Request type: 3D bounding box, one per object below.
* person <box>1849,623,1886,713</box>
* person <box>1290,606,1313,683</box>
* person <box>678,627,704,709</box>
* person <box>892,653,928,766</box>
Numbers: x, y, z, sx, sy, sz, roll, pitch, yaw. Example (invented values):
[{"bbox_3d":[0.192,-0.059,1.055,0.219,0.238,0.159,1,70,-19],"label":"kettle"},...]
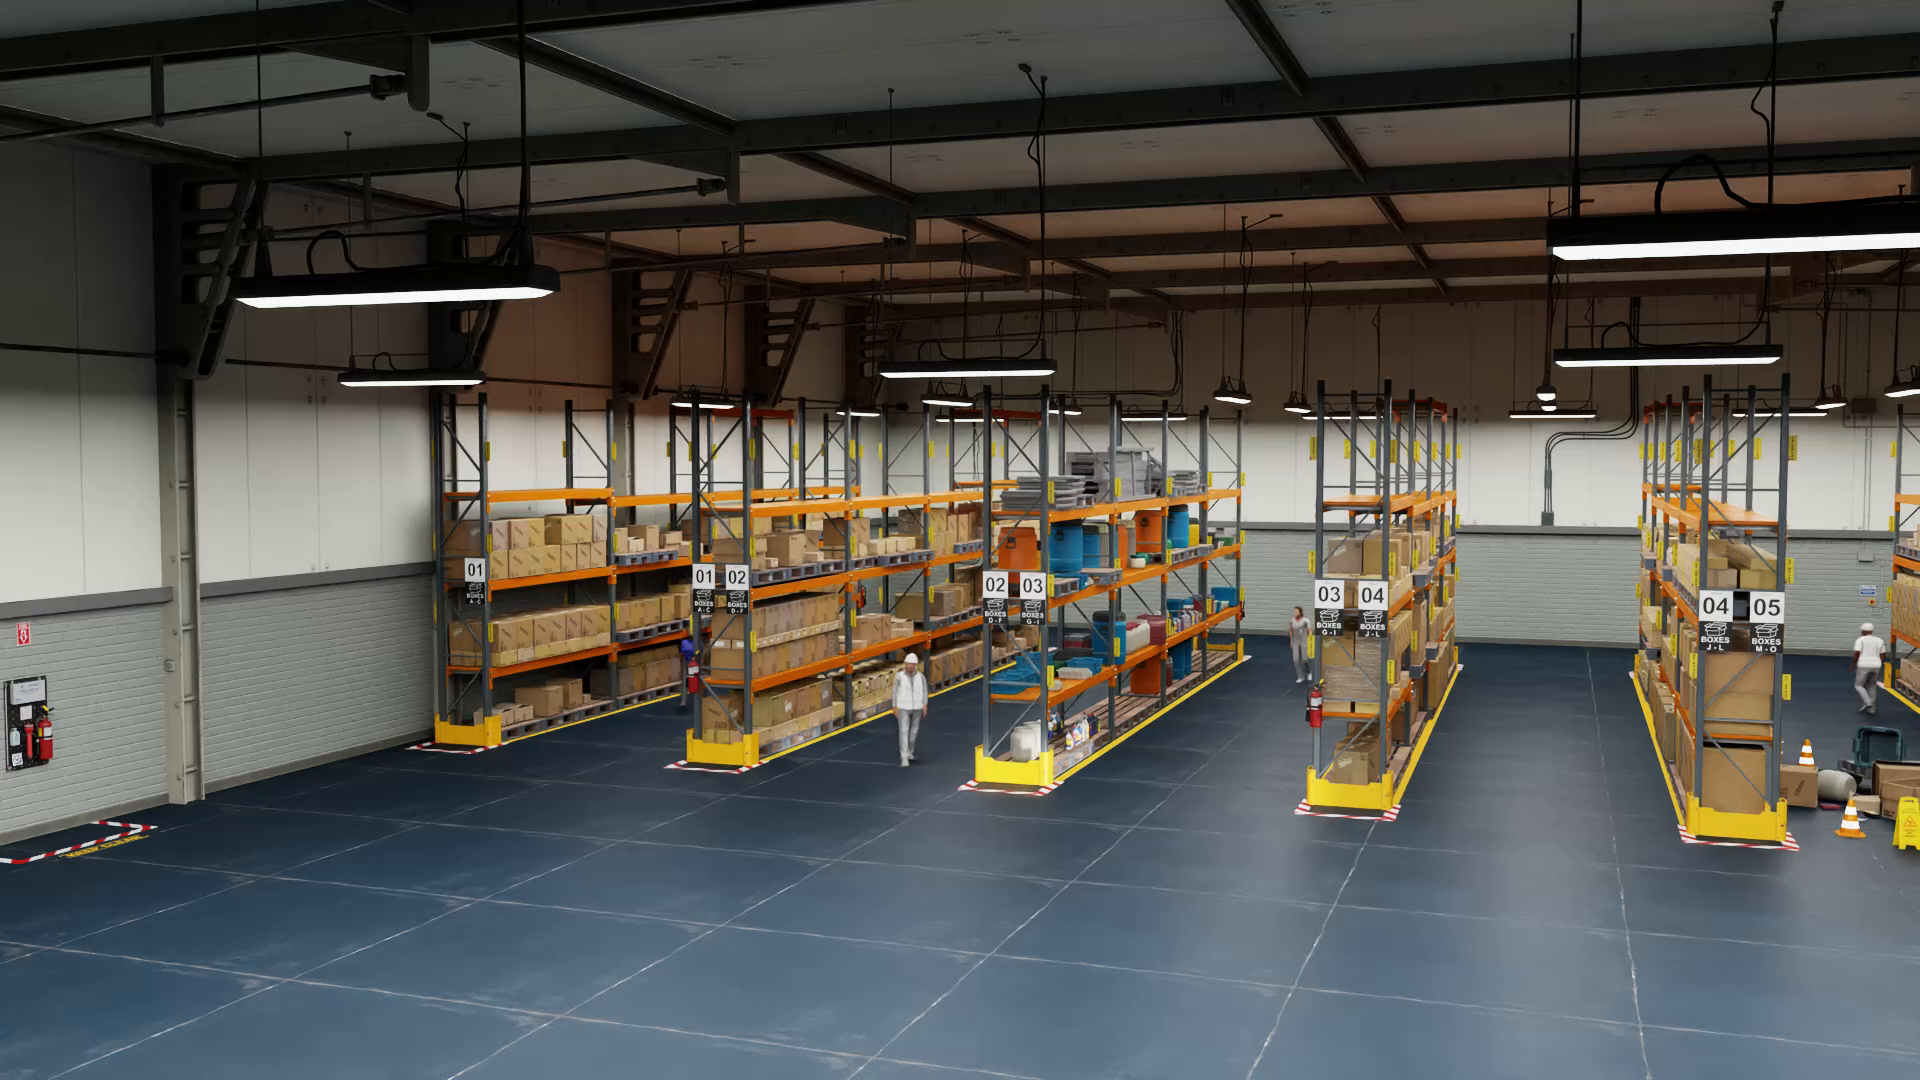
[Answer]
[{"bbox_3d":[17.440,2.458,31.896,0.660,1.708,0.698,0,3,4],"label":"person"},{"bbox_3d":[7.429,2.256,36.171,0.514,1.654,0.523,2,3,29],"label":"person"},{"bbox_3d":[-5.203,2.466,32.159,0.491,1.595,1.041,-1,3,-10],"label":"person"},{"bbox_3d":[-0.782,2.691,26.651,0.569,1.739,0.867,-1,3,-20],"label":"person"}]
